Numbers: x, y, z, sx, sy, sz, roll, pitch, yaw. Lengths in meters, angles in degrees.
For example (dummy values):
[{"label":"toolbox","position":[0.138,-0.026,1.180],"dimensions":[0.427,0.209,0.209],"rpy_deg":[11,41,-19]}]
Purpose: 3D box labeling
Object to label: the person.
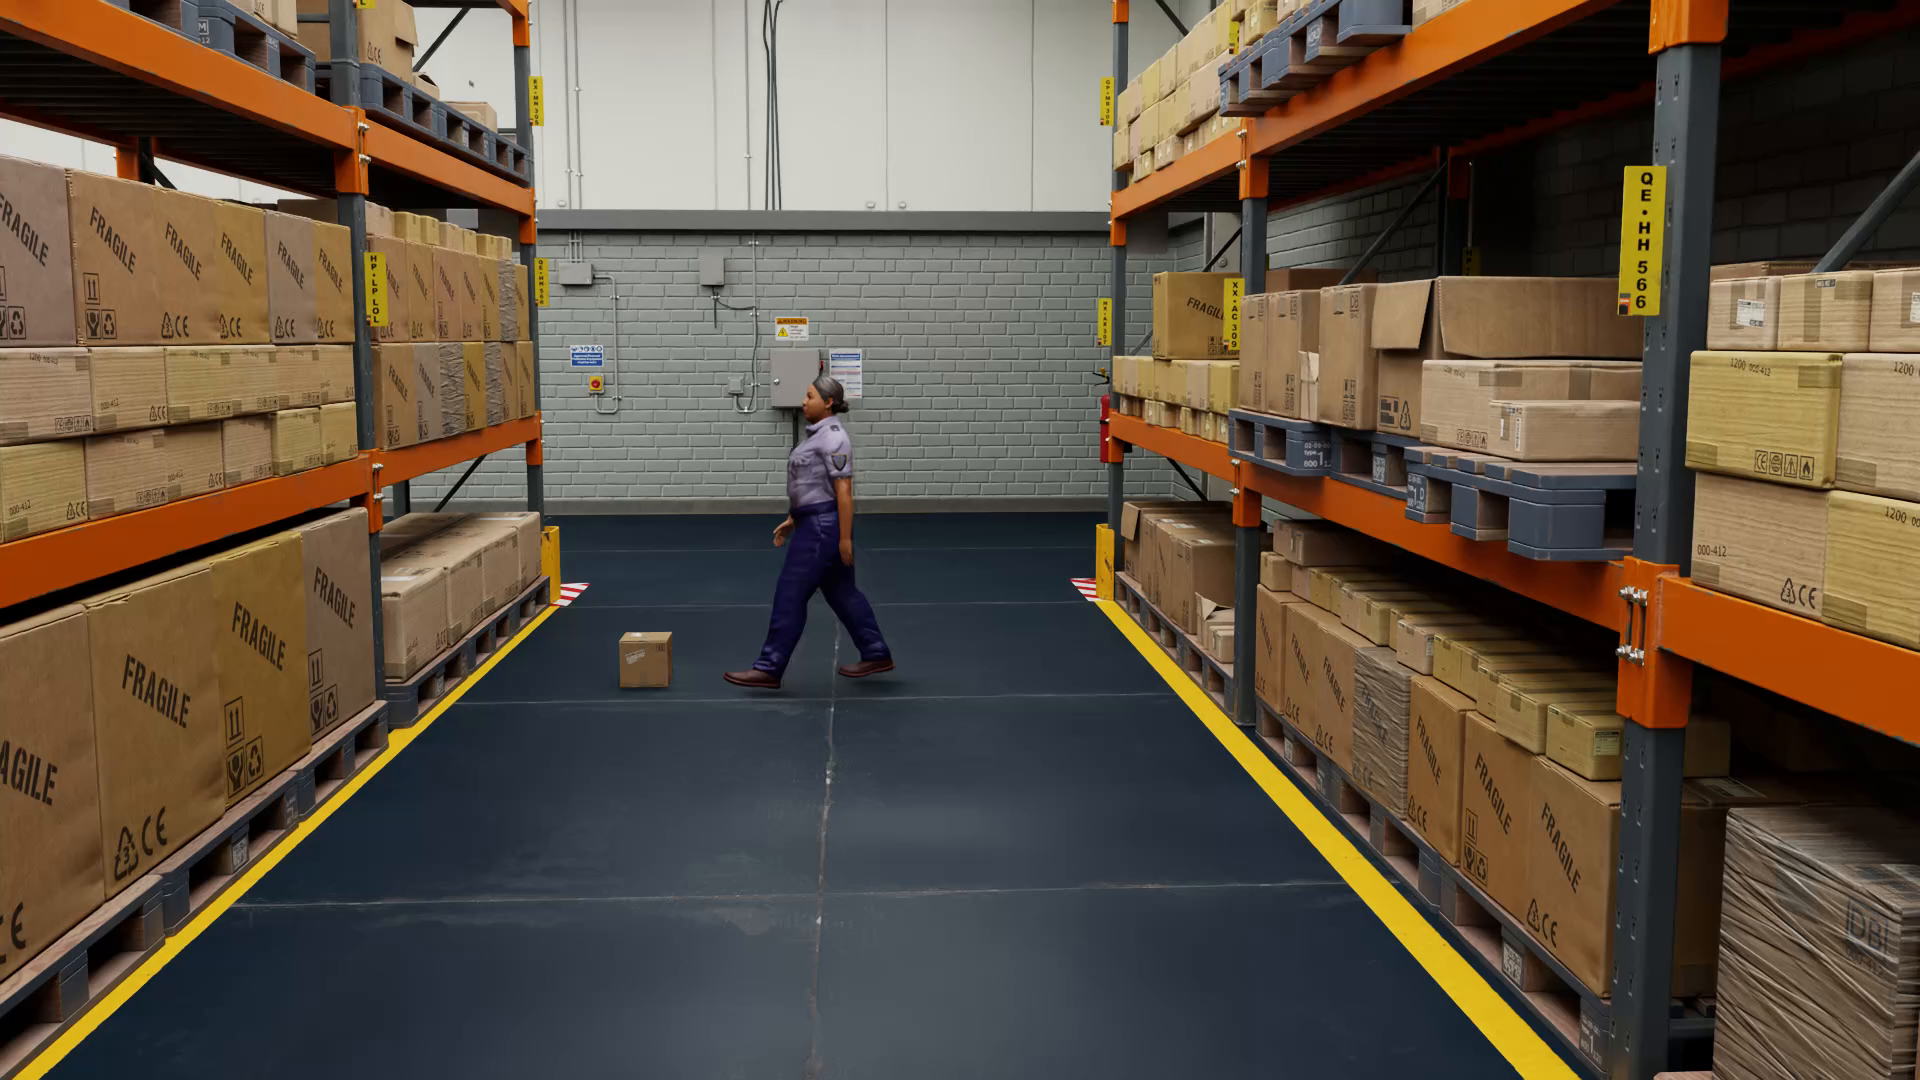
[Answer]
[{"label":"person","position":[-0.791,-0.049,8.689],"dimensions":[0.903,1.604,0.484],"rpy_deg":[-1,7,-7]}]
